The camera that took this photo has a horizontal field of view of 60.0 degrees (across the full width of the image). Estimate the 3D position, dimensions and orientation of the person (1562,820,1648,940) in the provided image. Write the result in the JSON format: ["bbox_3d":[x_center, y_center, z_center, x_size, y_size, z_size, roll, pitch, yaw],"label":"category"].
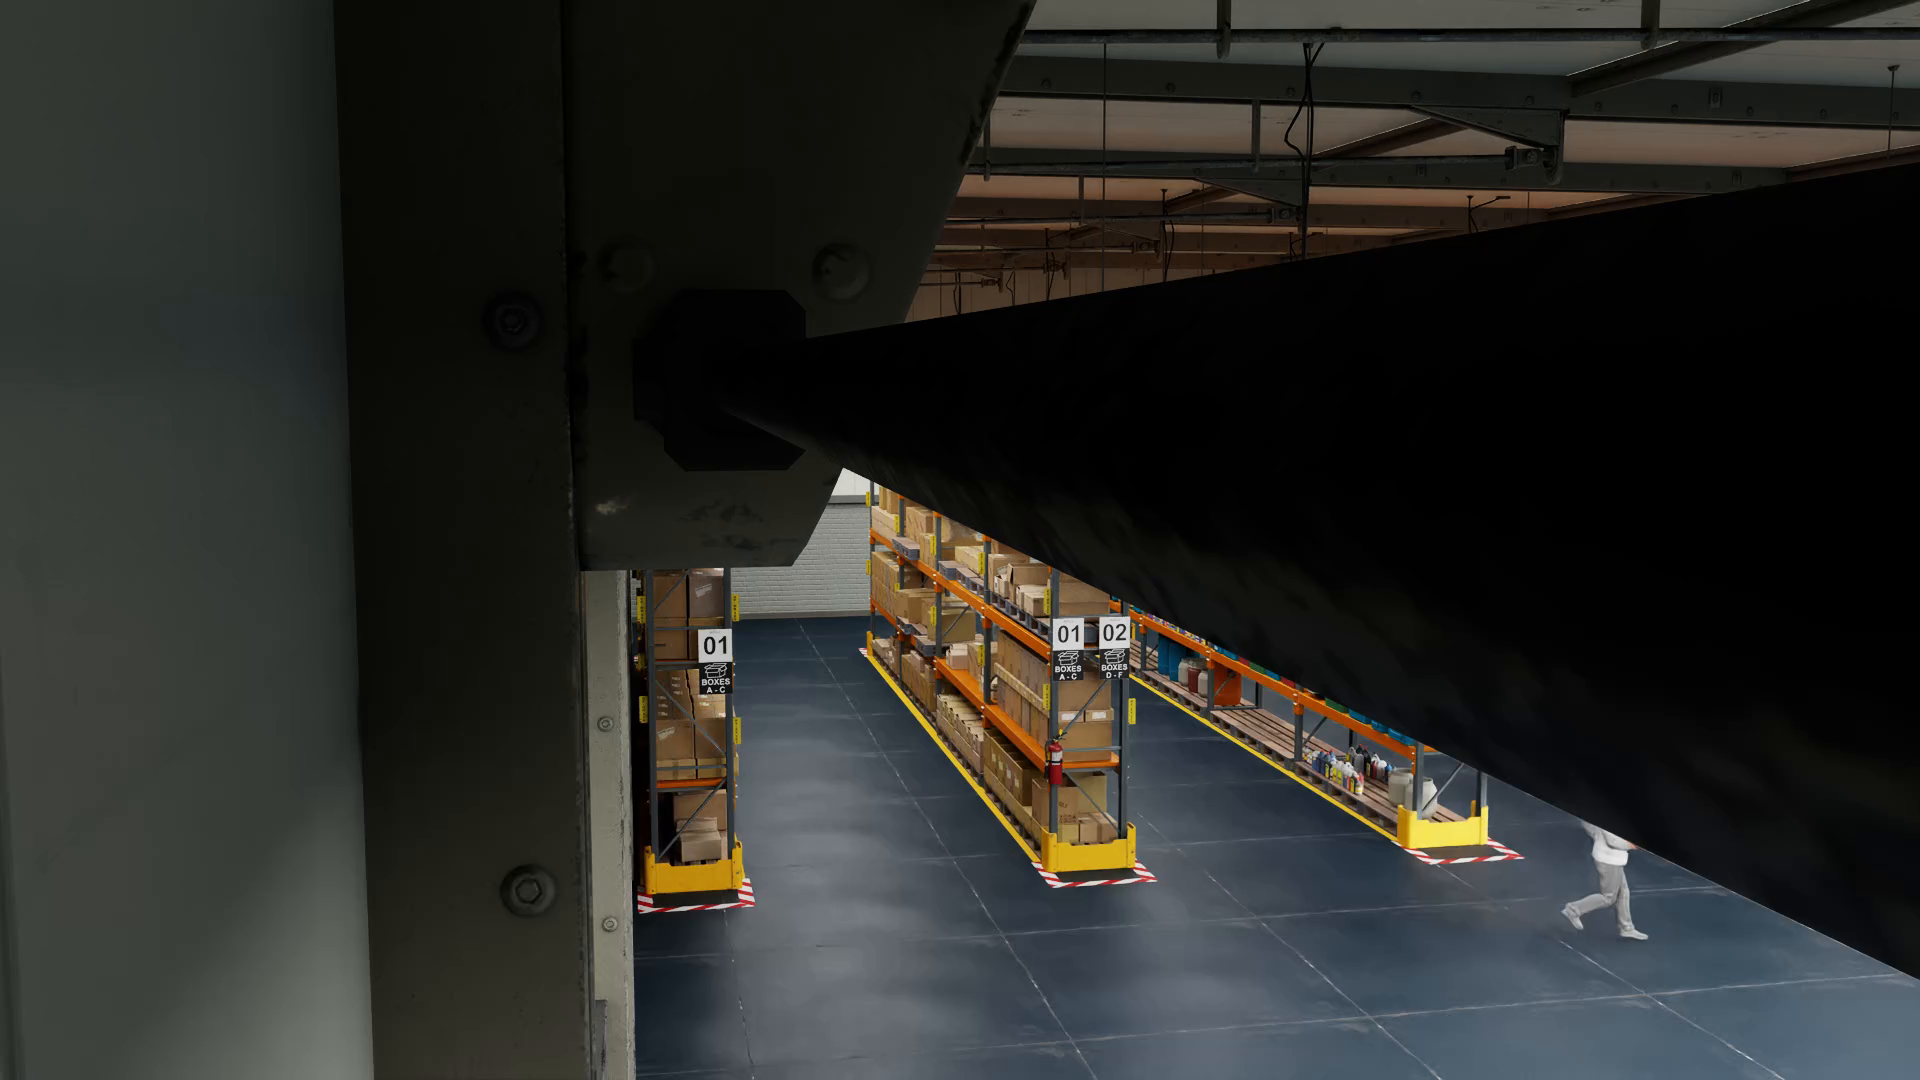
[{"bbox_3d":[7.136,3.535,18.326,0.936,1.769,0.661,1,6,10],"label":"person"}]
